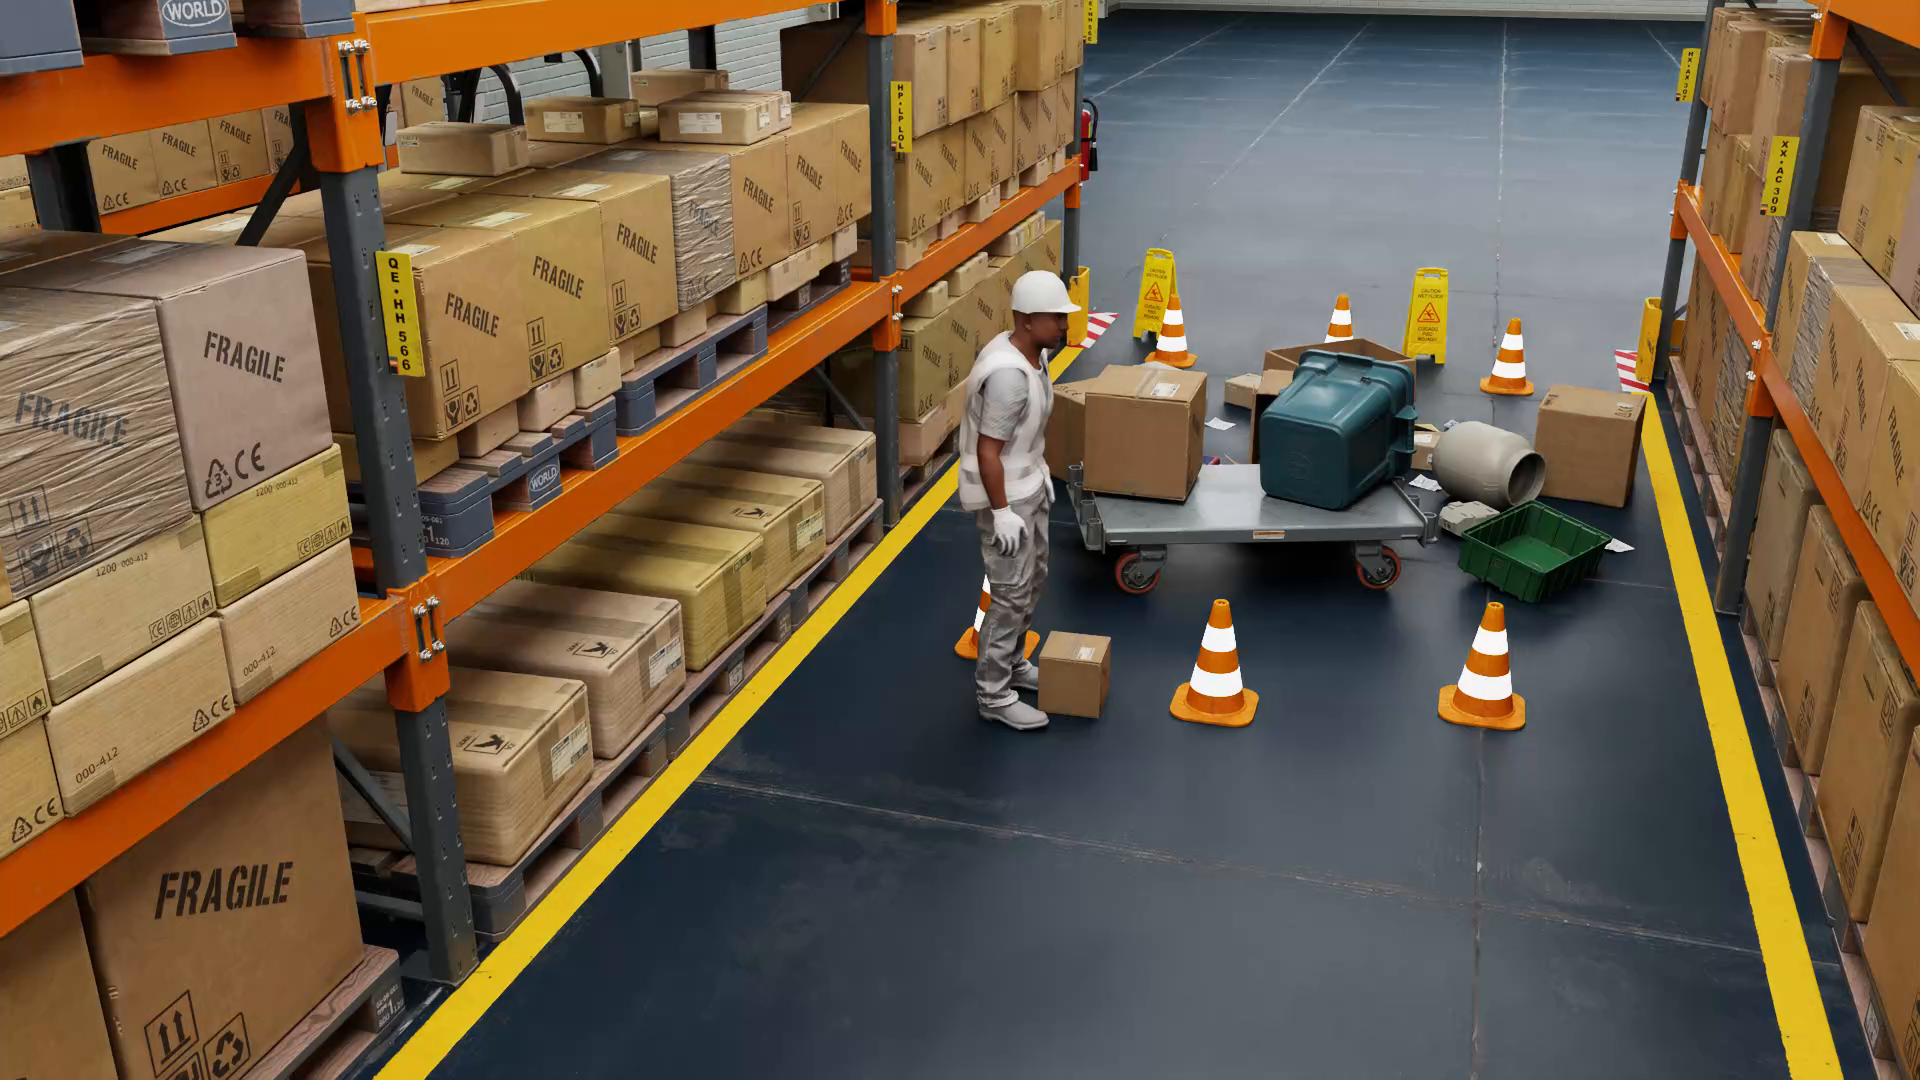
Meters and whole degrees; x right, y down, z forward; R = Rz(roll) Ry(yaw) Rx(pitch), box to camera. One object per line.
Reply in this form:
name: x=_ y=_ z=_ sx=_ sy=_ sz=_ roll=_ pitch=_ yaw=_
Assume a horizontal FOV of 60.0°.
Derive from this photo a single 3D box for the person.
person: x=0.228 y=-0.169 z=6.498 sx=0.448 sy=1.773 sz=0.617 roll=6 pitch=23 yaw=15
